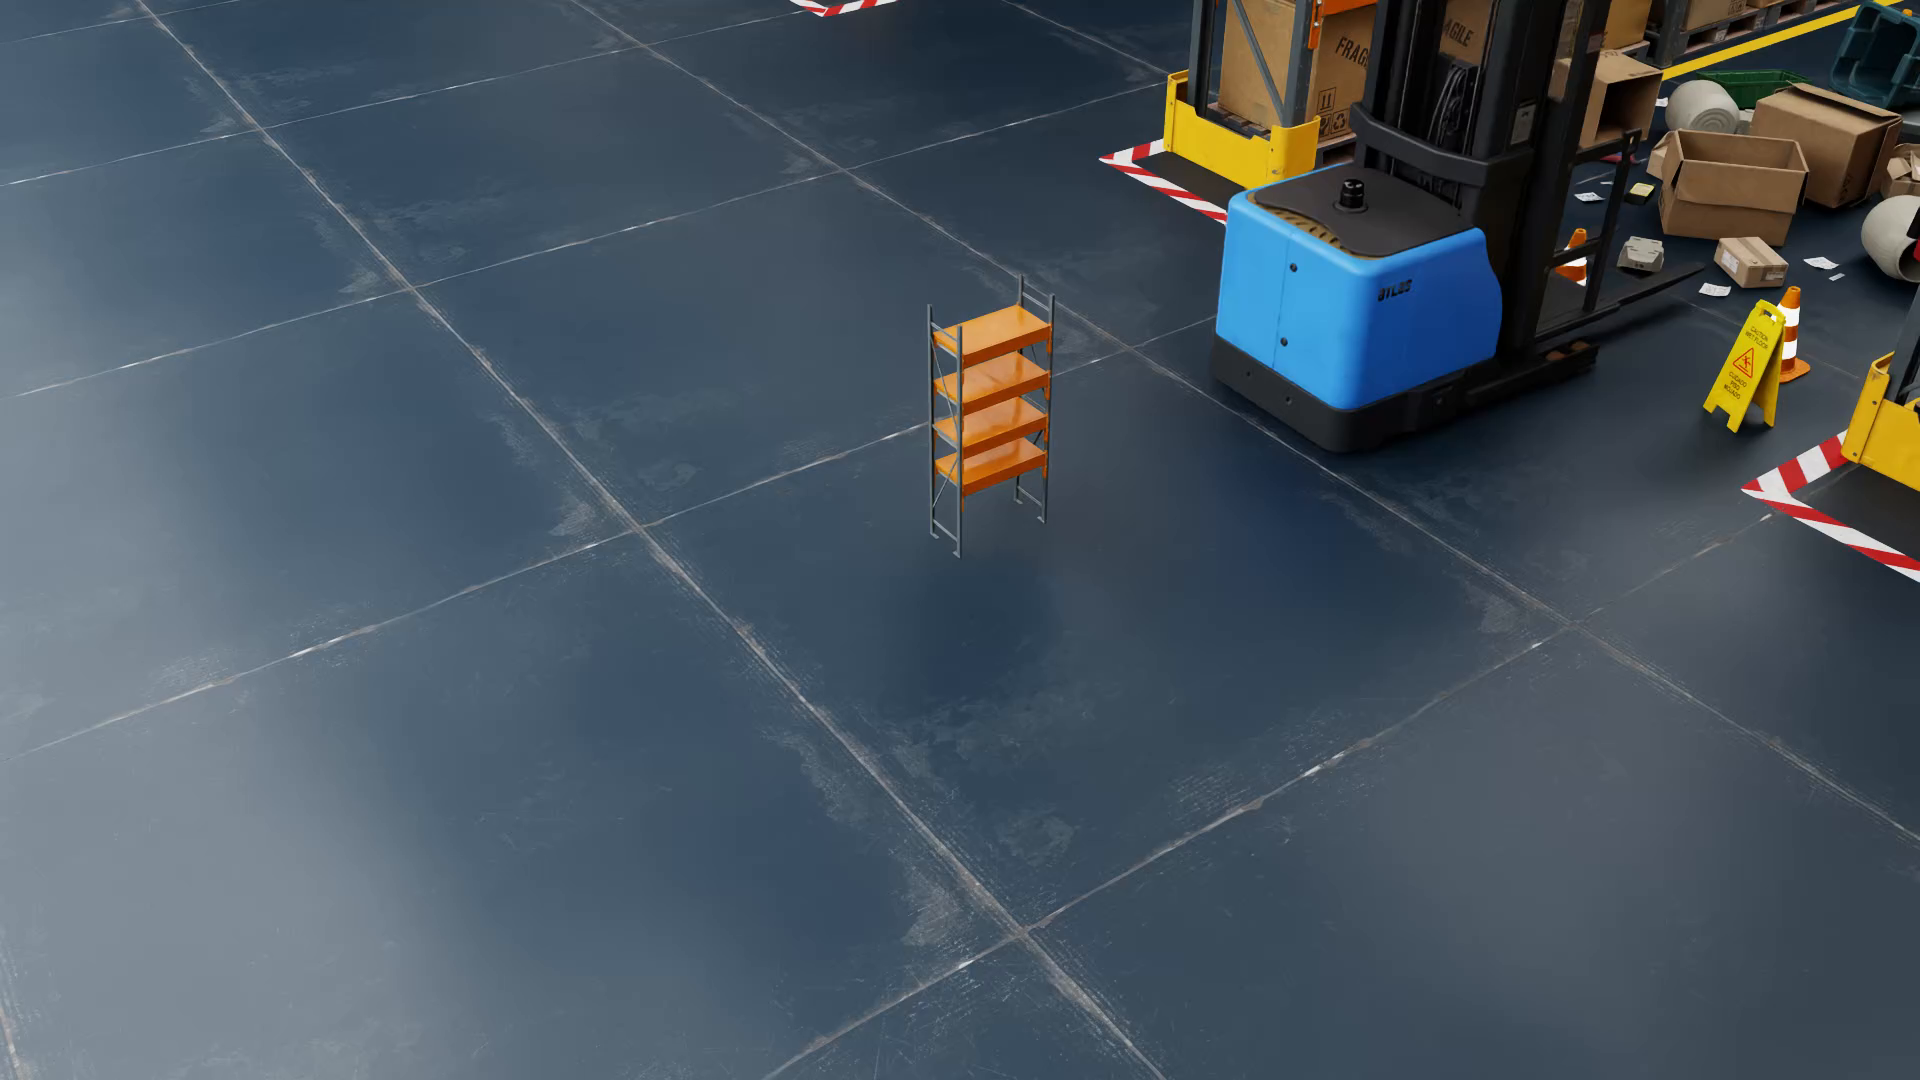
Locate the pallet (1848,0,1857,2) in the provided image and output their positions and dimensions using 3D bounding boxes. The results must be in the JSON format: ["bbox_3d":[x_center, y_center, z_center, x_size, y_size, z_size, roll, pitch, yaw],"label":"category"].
[{"bbox_3d":[7.730,-5.069,14.617,1.213,0.211,1.003,-22,41,-28],"label":"pallet"}]

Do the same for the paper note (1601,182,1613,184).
[{"bbox_3d":[4.317,-2.372,11.039,0.123,0.001,0.032,-3,36,-4],"label":"paper note"}]

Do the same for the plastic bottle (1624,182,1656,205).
[{"bbox_3d":[4.451,-2.275,10.860,0.133,0.061,0.283,22,41,28],"label":"plastic bottle"}]

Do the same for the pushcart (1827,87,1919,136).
[{"bbox_3d":[6.729,-2.763,11.268,1.648,0.377,0.936,22,41,28],"label":"pushcart"}]

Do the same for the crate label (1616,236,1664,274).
[{"bbox_3d":[4.111,-1.718,10.022,0.250,0.136,0.298,15,38,20],"label":"crate label"}]

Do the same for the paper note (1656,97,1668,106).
[{"bbox_3d":[5.121,-3.221,12.202,0.147,0.020,0.142,9,37,12],"label":"paper note"}]

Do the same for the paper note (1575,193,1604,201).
[{"bbox_3d":[4.105,-2.236,10.835,0.142,0.017,0.144,-9,37,-12],"label":"paper note"}]

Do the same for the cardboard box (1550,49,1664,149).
[{"bbox_3d":[4.471,-3.059,11.573,0.500,0.500,0.500,-15,38,-20],"label":"cardboard box"}]

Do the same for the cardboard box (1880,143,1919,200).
[{"bbox_3d":[6.181,-2.397,10.855,0.258,0.266,0.396,9,37,12],"label":"cardboard box"}]

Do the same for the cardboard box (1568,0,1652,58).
[{"bbox_3d":[4.594,-4.214,12.501,0.875,0.875,0.875,-22,41,-27],"label":"cardboard box"}]

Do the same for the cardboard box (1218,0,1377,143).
[{"bbox_3d":[2.395,-3.307,11.239,0.875,0.875,0.875,-22,41,-28],"label":"cardboard box"}]

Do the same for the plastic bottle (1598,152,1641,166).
[{"bbox_3d":[4.497,-2.607,11.322,0.283,0.061,0.133,22,41,28],"label":"plastic bottle"}]

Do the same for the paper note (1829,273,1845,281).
[{"bbox_3d":[5.235,-1.571,9.925,0.123,0.001,0.032,-22,41,-28],"label":"paper note"}]

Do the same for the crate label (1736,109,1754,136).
[{"bbox_3d":[5.525,-2.933,11.711,0.298,0.136,0.250,9,37,12],"label":"crate label"}]

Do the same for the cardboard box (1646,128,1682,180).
[{"bbox_3d":[4.805,-2.518,11.023,0.258,0.266,0.396,-15,38,-20],"label":"cardboard box"}]

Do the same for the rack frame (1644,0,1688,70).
[{"bbox_3d":[5.149,-5.085,12.251,0.127,3.000,1.000,-22,41,-28],"label":"rack frame"}]

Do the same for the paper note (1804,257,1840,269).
[{"bbox_3d":[5.220,-1.683,10.073,0.142,0.019,0.148,-9,37,-12],"label":"paper note"}]

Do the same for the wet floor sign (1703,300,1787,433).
[{"bbox_3d":[4.042,-0.902,8.451,0.232,0.644,0.267,-9,37,-12],"label":"wet floor sign"}]

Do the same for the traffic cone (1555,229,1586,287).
[{"bbox_3d":[3.504,-1.557,9.518,0.334,0.463,0.336,-22,41,-28],"label":"traffic cone"}]

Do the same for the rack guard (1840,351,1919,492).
[{"bbox_3d":[4.875,-0.421,7.908,0.348,0.500,1.175,-22,41,-28],"label":"rack guard"}]

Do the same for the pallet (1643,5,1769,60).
[{"bbox_3d":[5.736,-4.248,13.476,1.213,0.211,1.003,-22,41,-28],"label":"pallet"}]

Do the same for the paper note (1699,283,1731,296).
[{"bbox_3d":[4.439,-1.473,9.772,0.148,0.019,0.142,22,41,28],"label":"paper note"}]

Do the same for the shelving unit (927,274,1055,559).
[{"bbox_3d":[0.135,-0.543,7.477,0.503,1.200,0.258,-22,41,-28],"label":"shelving unit"}]

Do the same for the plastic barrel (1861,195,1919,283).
[{"bbox_3d":[5.630,-1.782,9.865,0.421,0.421,0.512,3,36,4],"label":"plastic barrel"}]

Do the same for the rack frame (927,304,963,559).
[{"bbox_3d":[-0.064,-0.461,7.363,0.015,1.200,0.240,-22,41,-28],"label":"rack frame"}]

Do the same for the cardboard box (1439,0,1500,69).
[{"bbox_3d":[3.113,-3.604,11.652,0.875,0.875,0.875,-23,42,-29],"label":"cardboard box"}]

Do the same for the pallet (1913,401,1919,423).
[{"bbox_3d":[5.560,-0.561,8.349,1.213,0.211,1.003,-22,41,-28],"label":"pallet"}]

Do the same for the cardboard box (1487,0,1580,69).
[{"bbox_3d":[3.860,-3.909,12.077,0.875,0.875,0.875,-22,41,-28],"label":"cardboard box"}]

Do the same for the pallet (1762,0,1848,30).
[{"bbox_3d":[6.734,-4.661,14.050,1.213,0.211,1.003,-22,41,-28],"label":"pallet"}]

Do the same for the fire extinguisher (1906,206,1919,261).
[{"bbox_3d":[4.454,-1.561,7.417,0.183,0.674,0.296,-22,41,-28],"label":"fire extinguisher"}]

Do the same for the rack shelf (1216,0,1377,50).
[{"bbox_3d":[3.514,-4.120,11.525,4.000,0.370,1.077,-22,41,-28],"label":"rack shelf"}]

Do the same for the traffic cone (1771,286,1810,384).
[{"bbox_3d":[4.422,-1.141,8.940,0.334,0.463,0.336,-22,41,-28],"label":"traffic cone"}]

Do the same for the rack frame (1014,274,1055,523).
[{"bbox_3d":[0.335,-0.625,7.591,0.015,1.200,0.240,-22,41,-28],"label":"rack frame"}]

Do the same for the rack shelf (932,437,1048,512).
[{"bbox_3d":[0.135,-0.327,7.632,0.480,0.148,0.258,-22,41,-28],"label":"rack shelf"}]

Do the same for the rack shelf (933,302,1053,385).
[{"bbox_3d":[0.135,-0.862,7.248,0.480,0.148,0.258,-22,41,-28],"label":"rack shelf"}]

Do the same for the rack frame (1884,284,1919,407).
[{"bbox_3d":[4.813,-1.411,7.142,0.127,3.000,1.000,-22,41,-28],"label":"rack frame"}]

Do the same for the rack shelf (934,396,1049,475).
[{"bbox_3d":[0.135,-0.488,7.516,0.480,0.148,0.258,-22,41,-28],"label":"rack shelf"}]

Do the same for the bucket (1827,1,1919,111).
[{"bbox_3d":[6.366,-3.227,11.169,0.620,0.611,0.726,-1,34,-18],"label":"bucket"}]

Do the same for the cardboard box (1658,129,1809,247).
[{"bbox_3d":[4.791,-2.196,10.373,0.797,0.503,0.637,9,37,12],"label":"cardboard box"}]

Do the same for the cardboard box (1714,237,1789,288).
[{"bbox_3d":[4.720,-1.658,9.928,0.250,0.149,0.380,-3,36,-4],"label":"cardboard box"}]

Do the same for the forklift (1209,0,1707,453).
[{"bbox_3d":[2.845,-2.274,8.401,3.031,2.935,1.130,-21,41,-26],"label":"forklift"}]

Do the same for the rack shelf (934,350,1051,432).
[{"bbox_3d":[0.135,-0.670,7.386,0.480,0.148,0.258,-22,41,-28],"label":"rack shelf"}]

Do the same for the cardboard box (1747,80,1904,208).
[{"bbox_3d":[5.550,-2.570,10.776,0.503,0.637,0.797,-22,41,-28],"label":"cardboard box"}]

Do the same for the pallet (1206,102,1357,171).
[{"bbox_3d":[2.488,-2.913,11.620,1.213,0.211,1.003,-22,41,-28],"label":"pallet"}]

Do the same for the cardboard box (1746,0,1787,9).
[{"bbox_3d":[6.395,-4.916,13.584,0.750,0.750,1.050,-22,41,-28],"label":"cardboard box"}]

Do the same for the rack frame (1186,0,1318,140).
[{"bbox_3d":[1.879,-3.739,10.380,0.127,3.000,1.000,-22,41,-28],"label":"rack frame"}]

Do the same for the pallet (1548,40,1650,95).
[{"bbox_3d":[4.482,-3.734,12.761,1.213,0.211,1.003,-22,41,-28],"label":"pallet"}]

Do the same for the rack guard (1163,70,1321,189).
[{"bbox_3d":[1.860,-2.716,11.099,0.348,0.500,1.175,-22,41,-28],"label":"rack guard"}]

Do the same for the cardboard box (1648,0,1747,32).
[{"bbox_3d":[5.604,-4.594,13.135,0.750,0.750,1.050,-23,41,-28],"label":"cardboard box"}]

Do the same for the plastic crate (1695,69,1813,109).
[{"bbox_3d":[5.761,-3.283,12.104,0.662,0.188,0.450,-3,26,-4],"label":"plastic crate"}]

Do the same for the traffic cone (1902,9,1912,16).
[{"bbox_3d":[7.115,-3.785,12.617,0.334,0.463,0.336,-22,41,-28],"label":"traffic cone"}]

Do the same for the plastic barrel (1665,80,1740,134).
[{"bbox_3d":[5.105,-2.925,11.454,0.421,0.421,0.512,3,36,4],"label":"plastic barrel"}]
